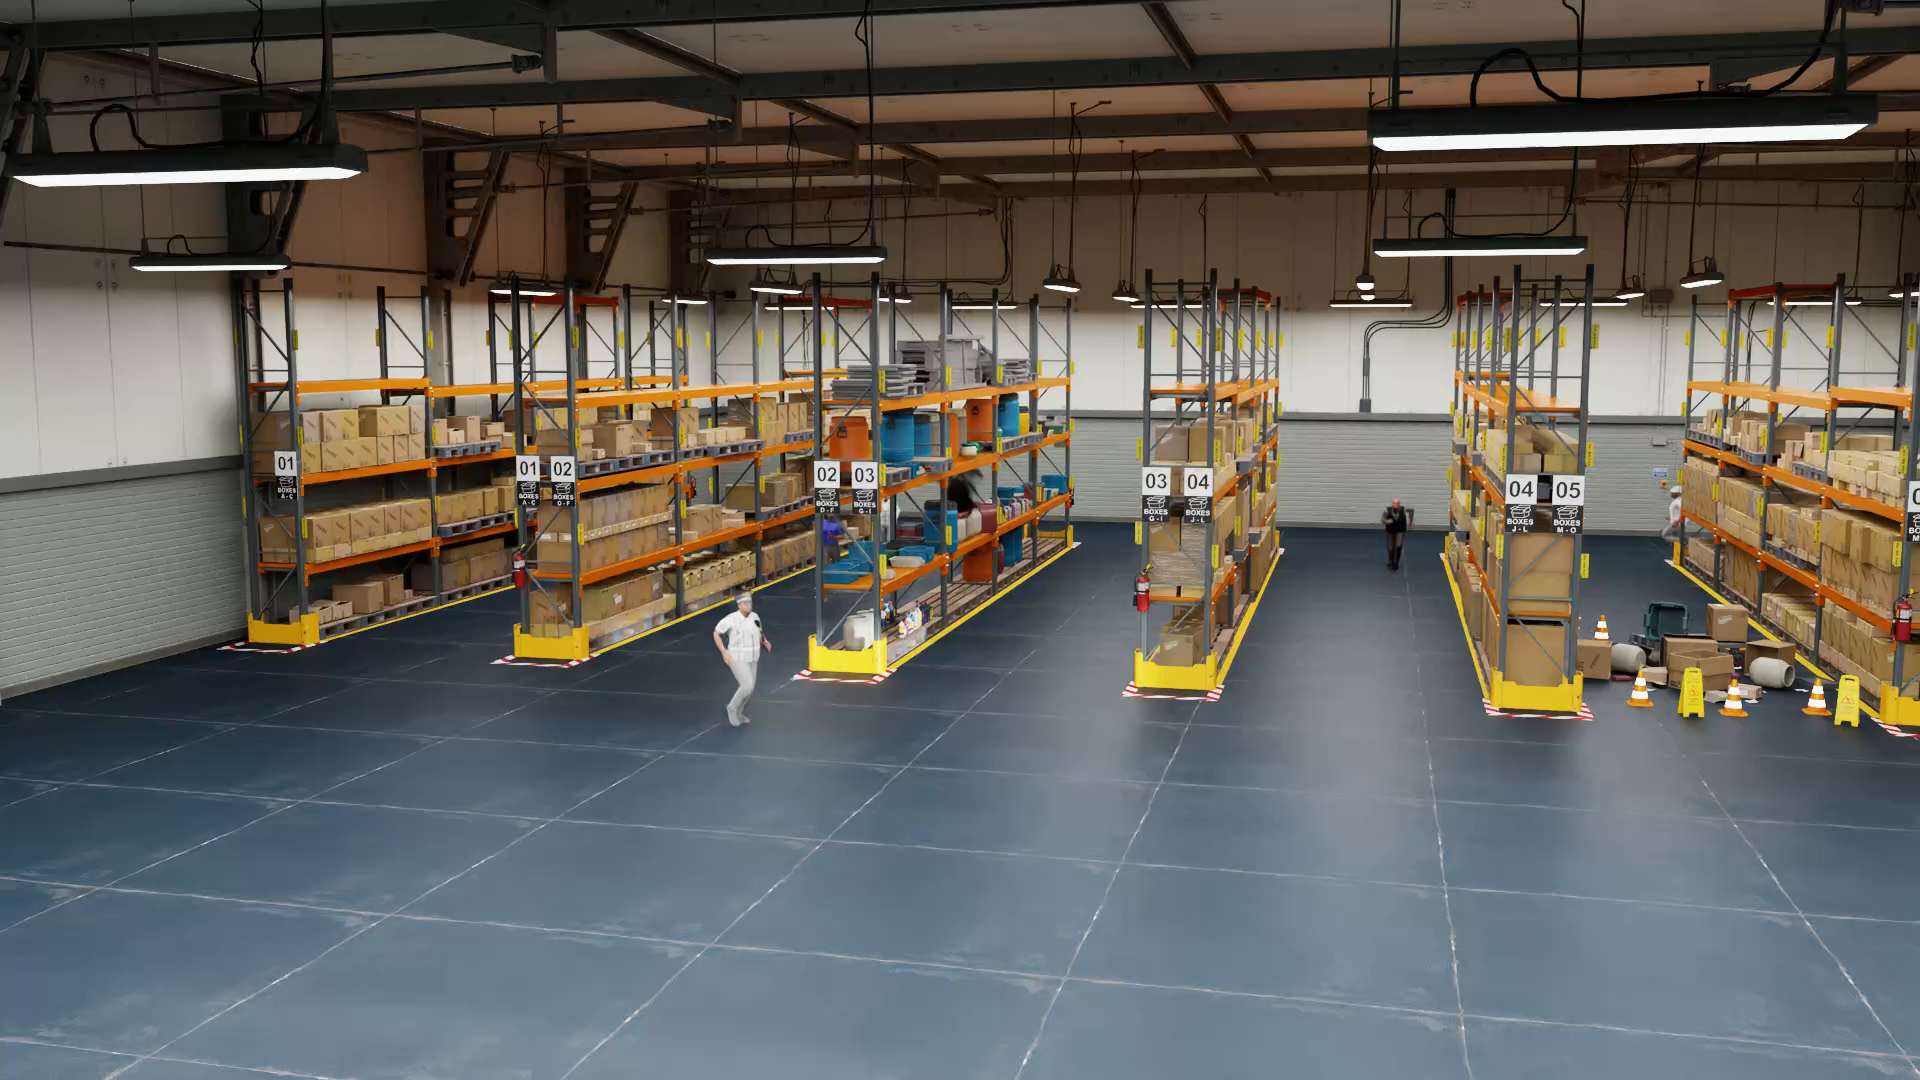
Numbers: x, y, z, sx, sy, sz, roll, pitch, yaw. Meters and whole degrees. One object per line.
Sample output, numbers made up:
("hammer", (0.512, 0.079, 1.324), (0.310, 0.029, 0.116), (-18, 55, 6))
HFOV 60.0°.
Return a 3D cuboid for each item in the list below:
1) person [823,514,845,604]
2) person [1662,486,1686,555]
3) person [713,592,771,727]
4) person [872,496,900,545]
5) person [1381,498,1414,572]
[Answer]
("person", (-2.376, 0.252, 30.433), (0.547, 1.749, 0.724), (0, 7, 1))
("person", (16.496, -0.424, 38.393), (0.527, 1.668, 0.787), (4, 8, 30))
("person", (-2.772, 1.551, 21.634), (0.653, 1.774, 0.662), (5, 9, 38))
("person", (-1.666, -0.315, 37.234), (0.618, 1.702, 0.935), (0, 7, 4))
("person", (9.498, -0.124, 36.173), (0.691, 1.637, 0.970), (2, 7, 15))
